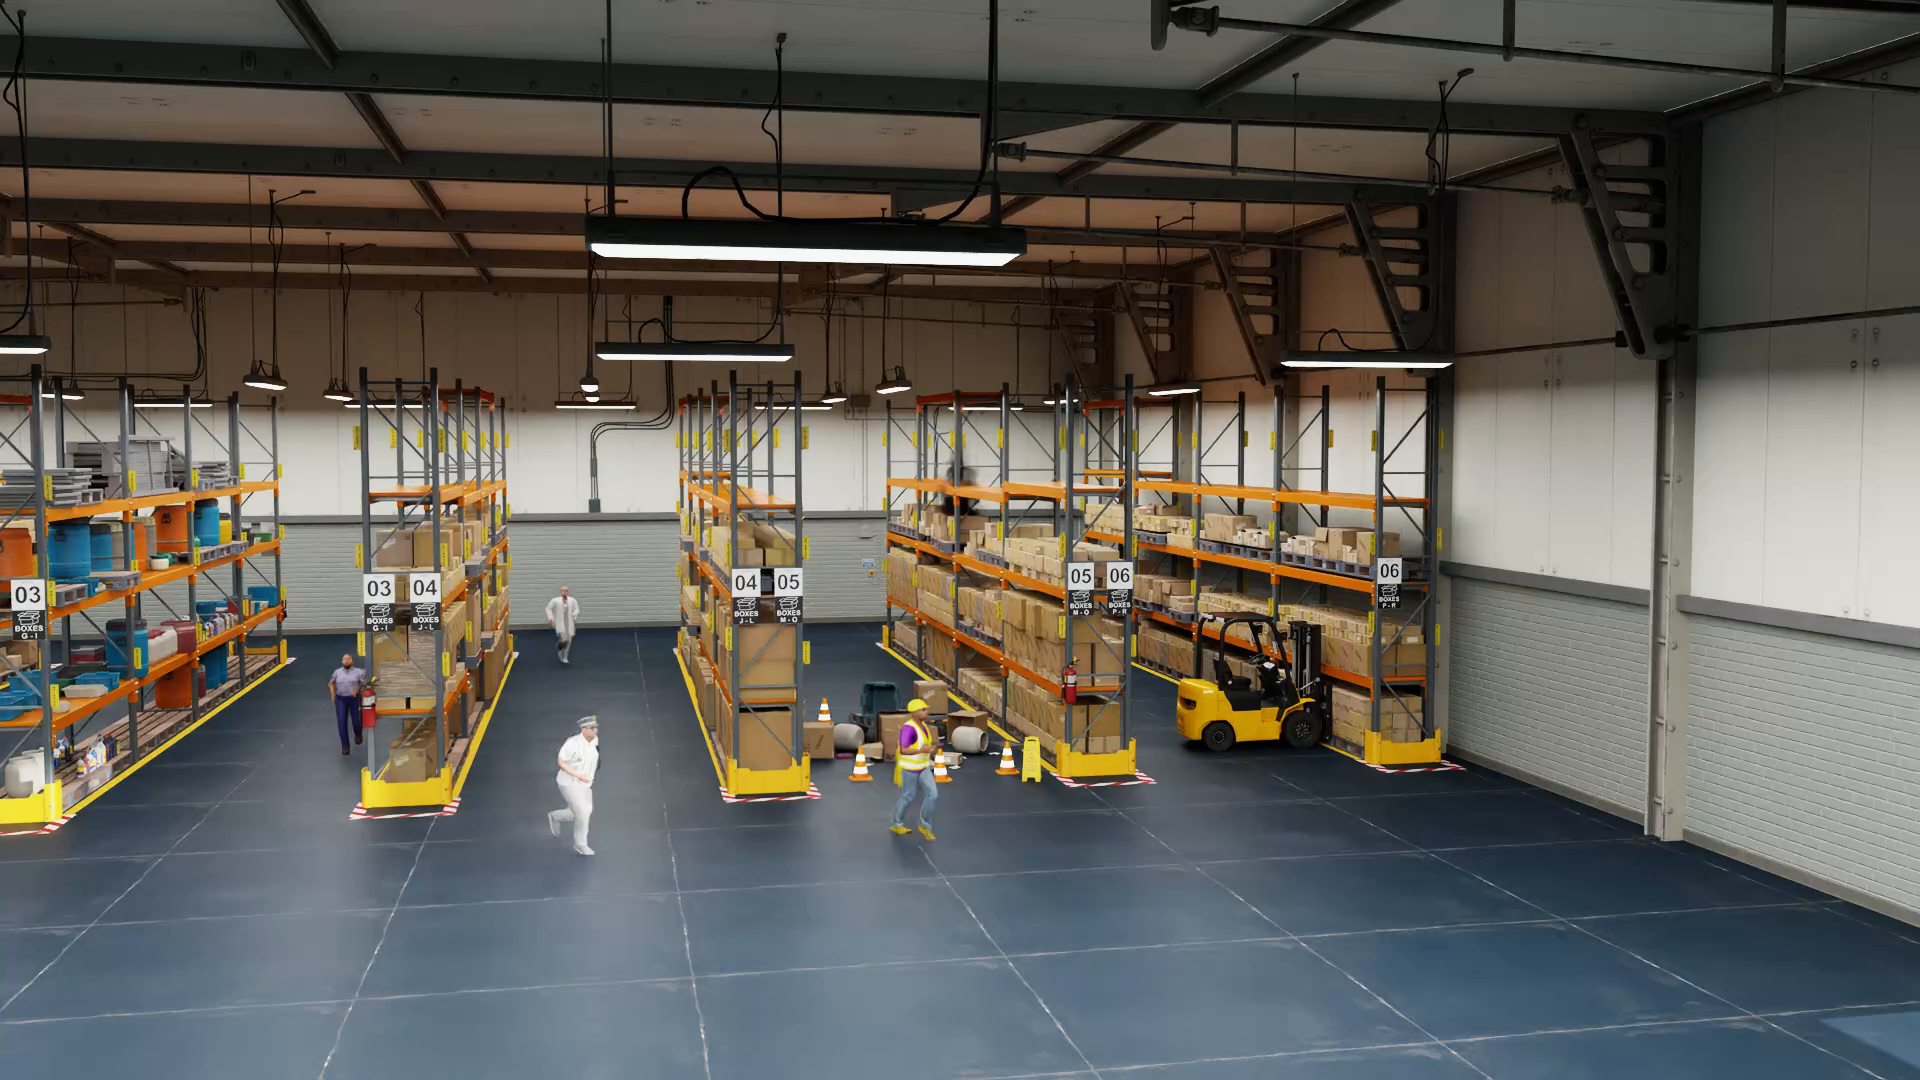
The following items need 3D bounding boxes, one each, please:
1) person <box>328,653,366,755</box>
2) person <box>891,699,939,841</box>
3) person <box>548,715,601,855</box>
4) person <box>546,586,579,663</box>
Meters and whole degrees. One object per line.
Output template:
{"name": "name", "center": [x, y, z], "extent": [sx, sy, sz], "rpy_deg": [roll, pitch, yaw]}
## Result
{"name": "person", "center": [-9.827, 2.617, 26.711], "extent": [0.612, 1.591, 0.727], "rpy_deg": [-1, 4, -14]}
{"name": "person", "center": [-0.566, 2.899, 20.807], "extent": [0.751, 1.829, 0.658], "rpy_deg": [2, 4, 32]}
{"name": "person", "center": [-4.721, 2.975, 20.210], "extent": [0.787, 1.753, 0.660], "rpy_deg": [2, 4, 27]}
{"name": "person", "center": [-8.899, 1.913, 37.409], "extent": [0.722, 1.731, 0.619], "rpy_deg": [-2, 4, -28]}
